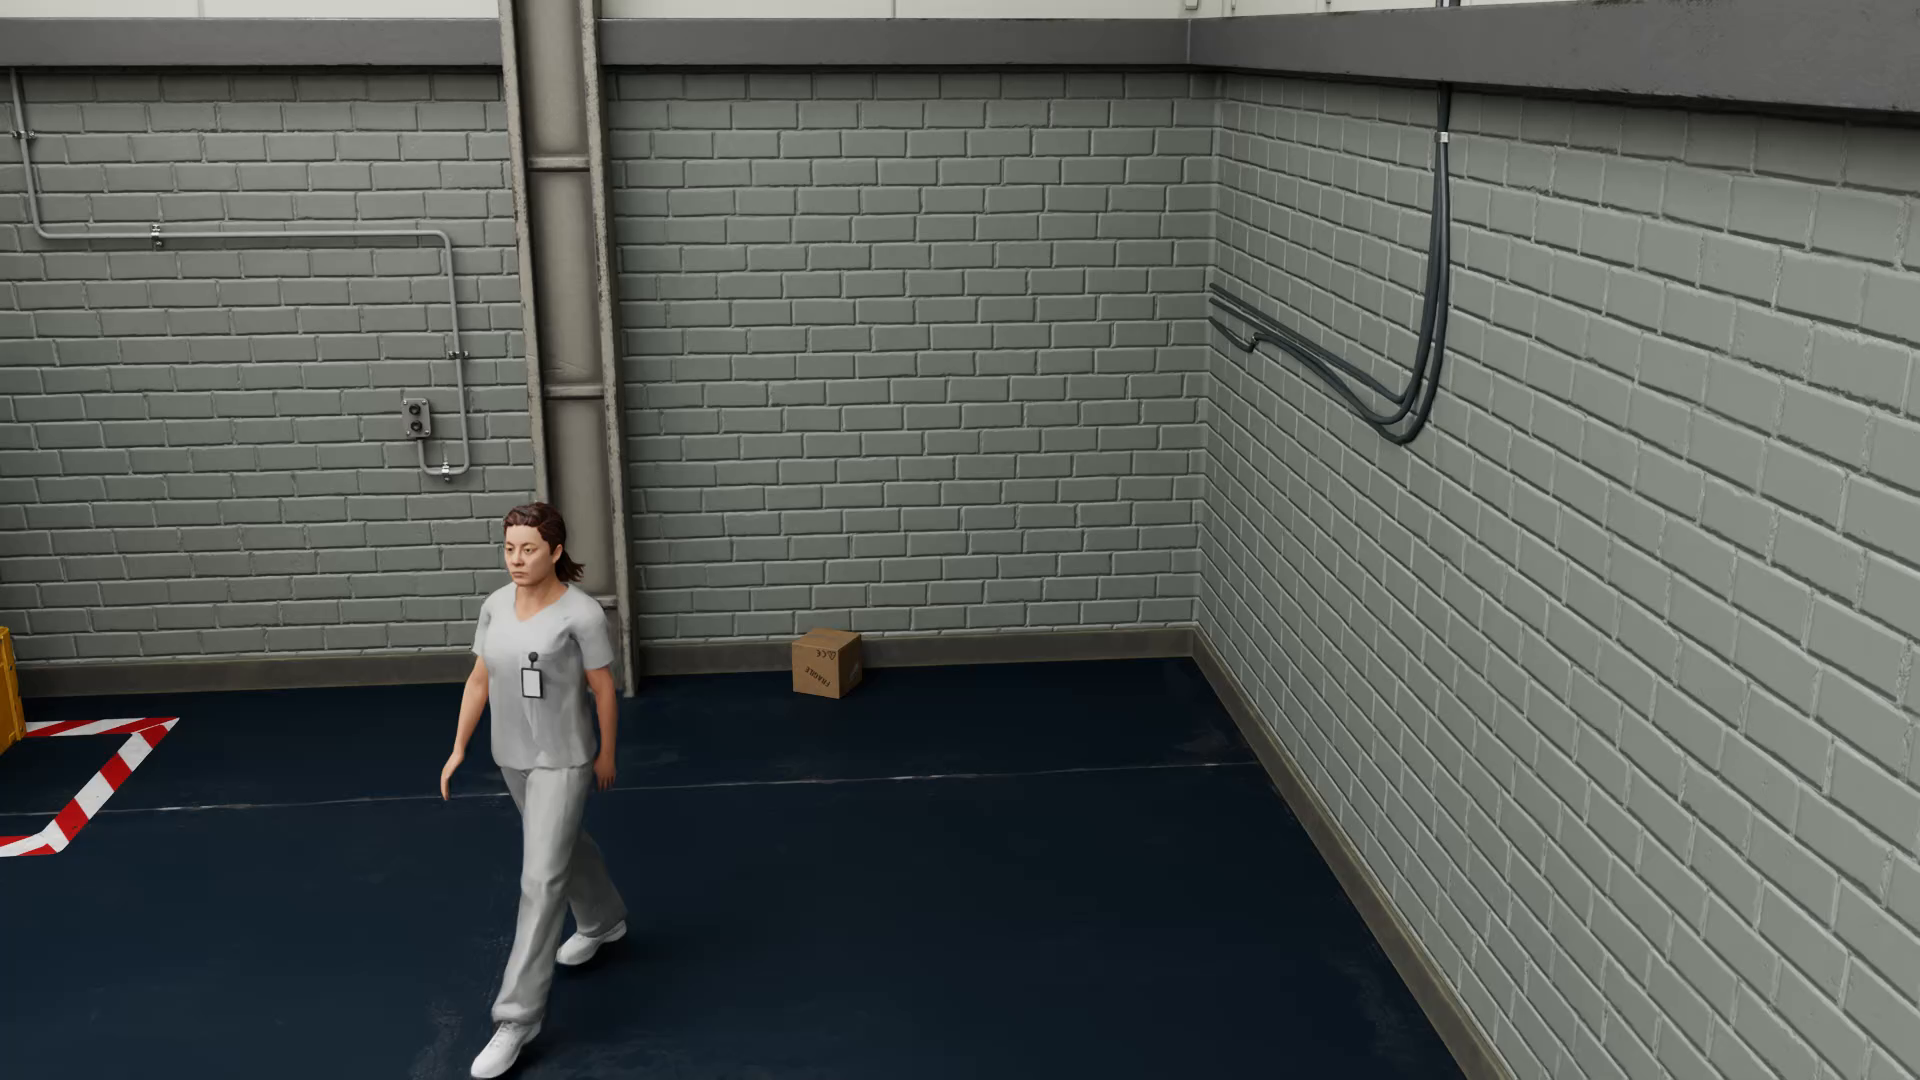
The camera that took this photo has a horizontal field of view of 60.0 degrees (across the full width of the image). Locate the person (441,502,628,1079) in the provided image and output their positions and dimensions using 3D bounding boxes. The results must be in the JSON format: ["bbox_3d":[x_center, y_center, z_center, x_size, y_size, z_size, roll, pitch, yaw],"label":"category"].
[{"bbox_3d":[-1.367,0.707,5.167,0.455,1.625,0.925,8,18,24],"label":"person"}]
